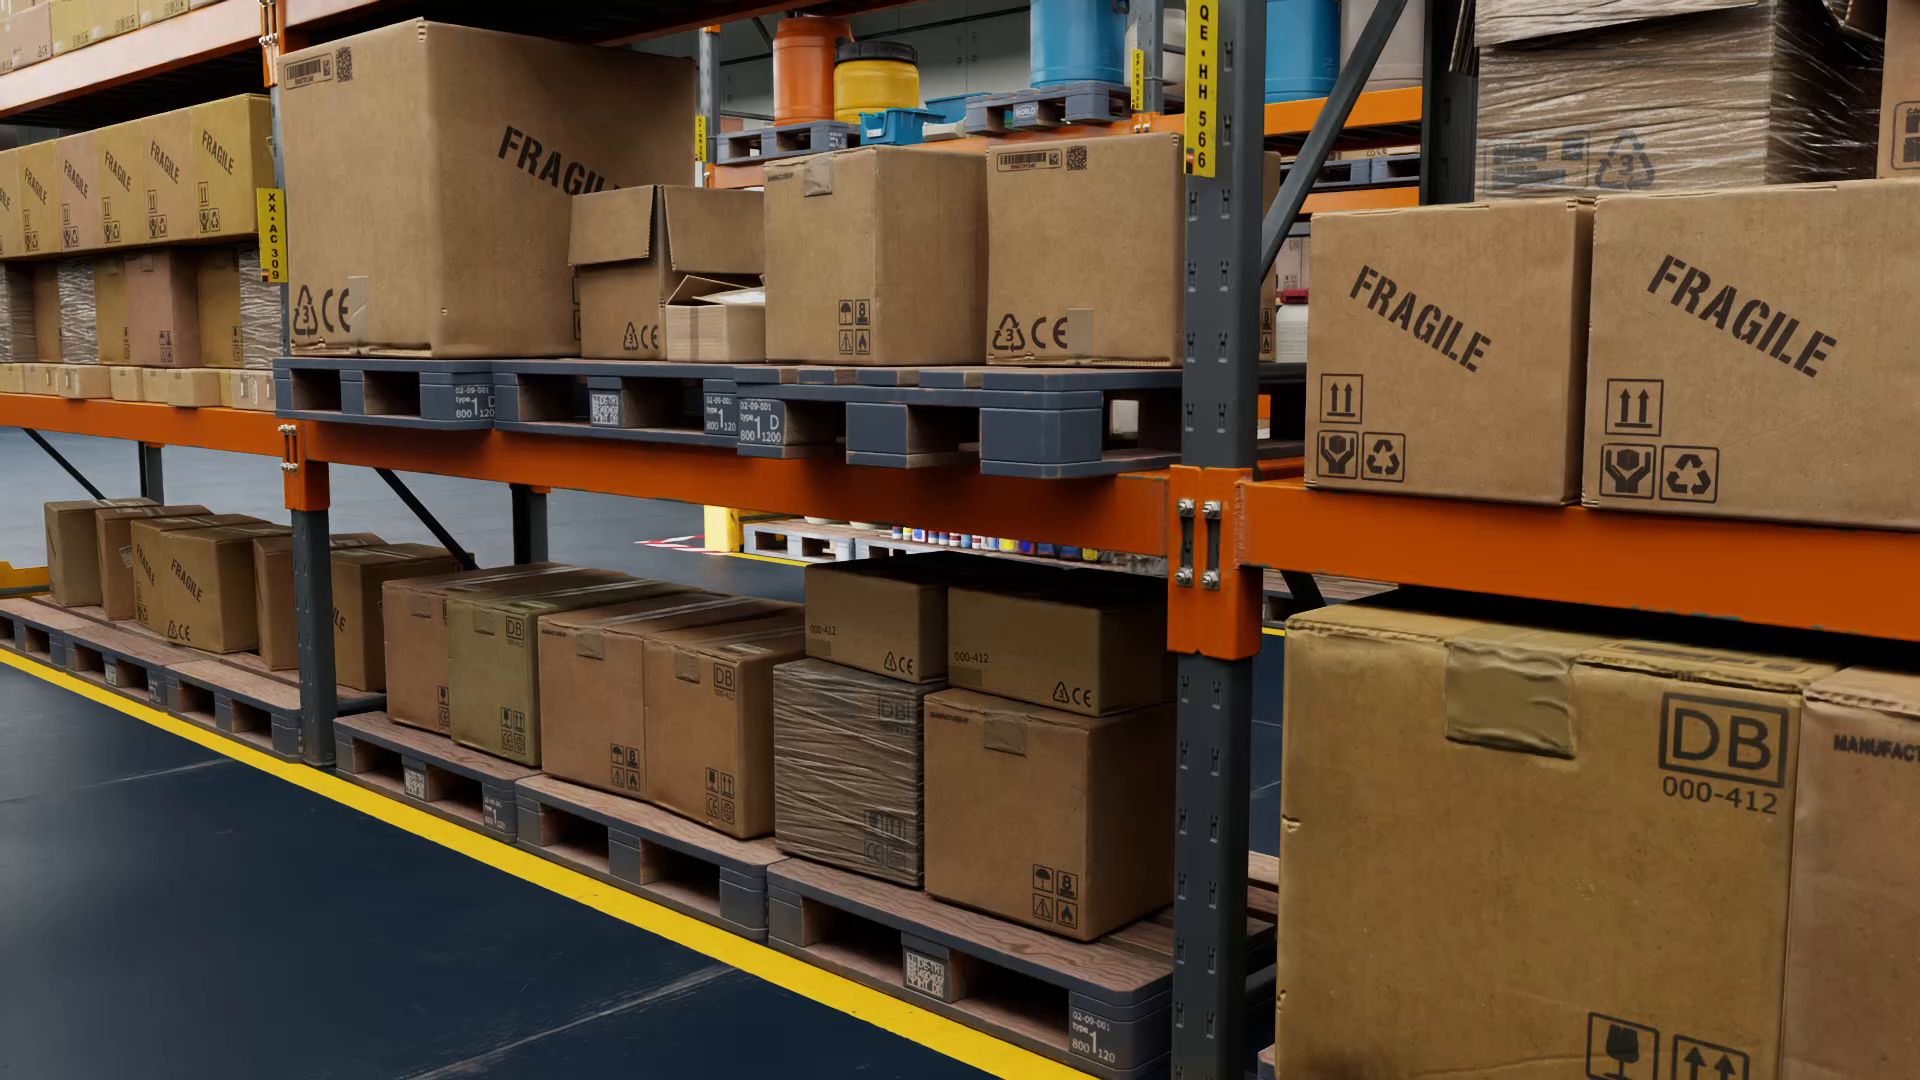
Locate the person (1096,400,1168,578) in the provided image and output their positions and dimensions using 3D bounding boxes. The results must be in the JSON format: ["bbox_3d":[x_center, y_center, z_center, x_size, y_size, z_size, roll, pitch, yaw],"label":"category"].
[{"bbox_3d":[0.722,-0.094,6.457,0.958,1.752,0.591,-2,7,-16],"label":"person"}]
